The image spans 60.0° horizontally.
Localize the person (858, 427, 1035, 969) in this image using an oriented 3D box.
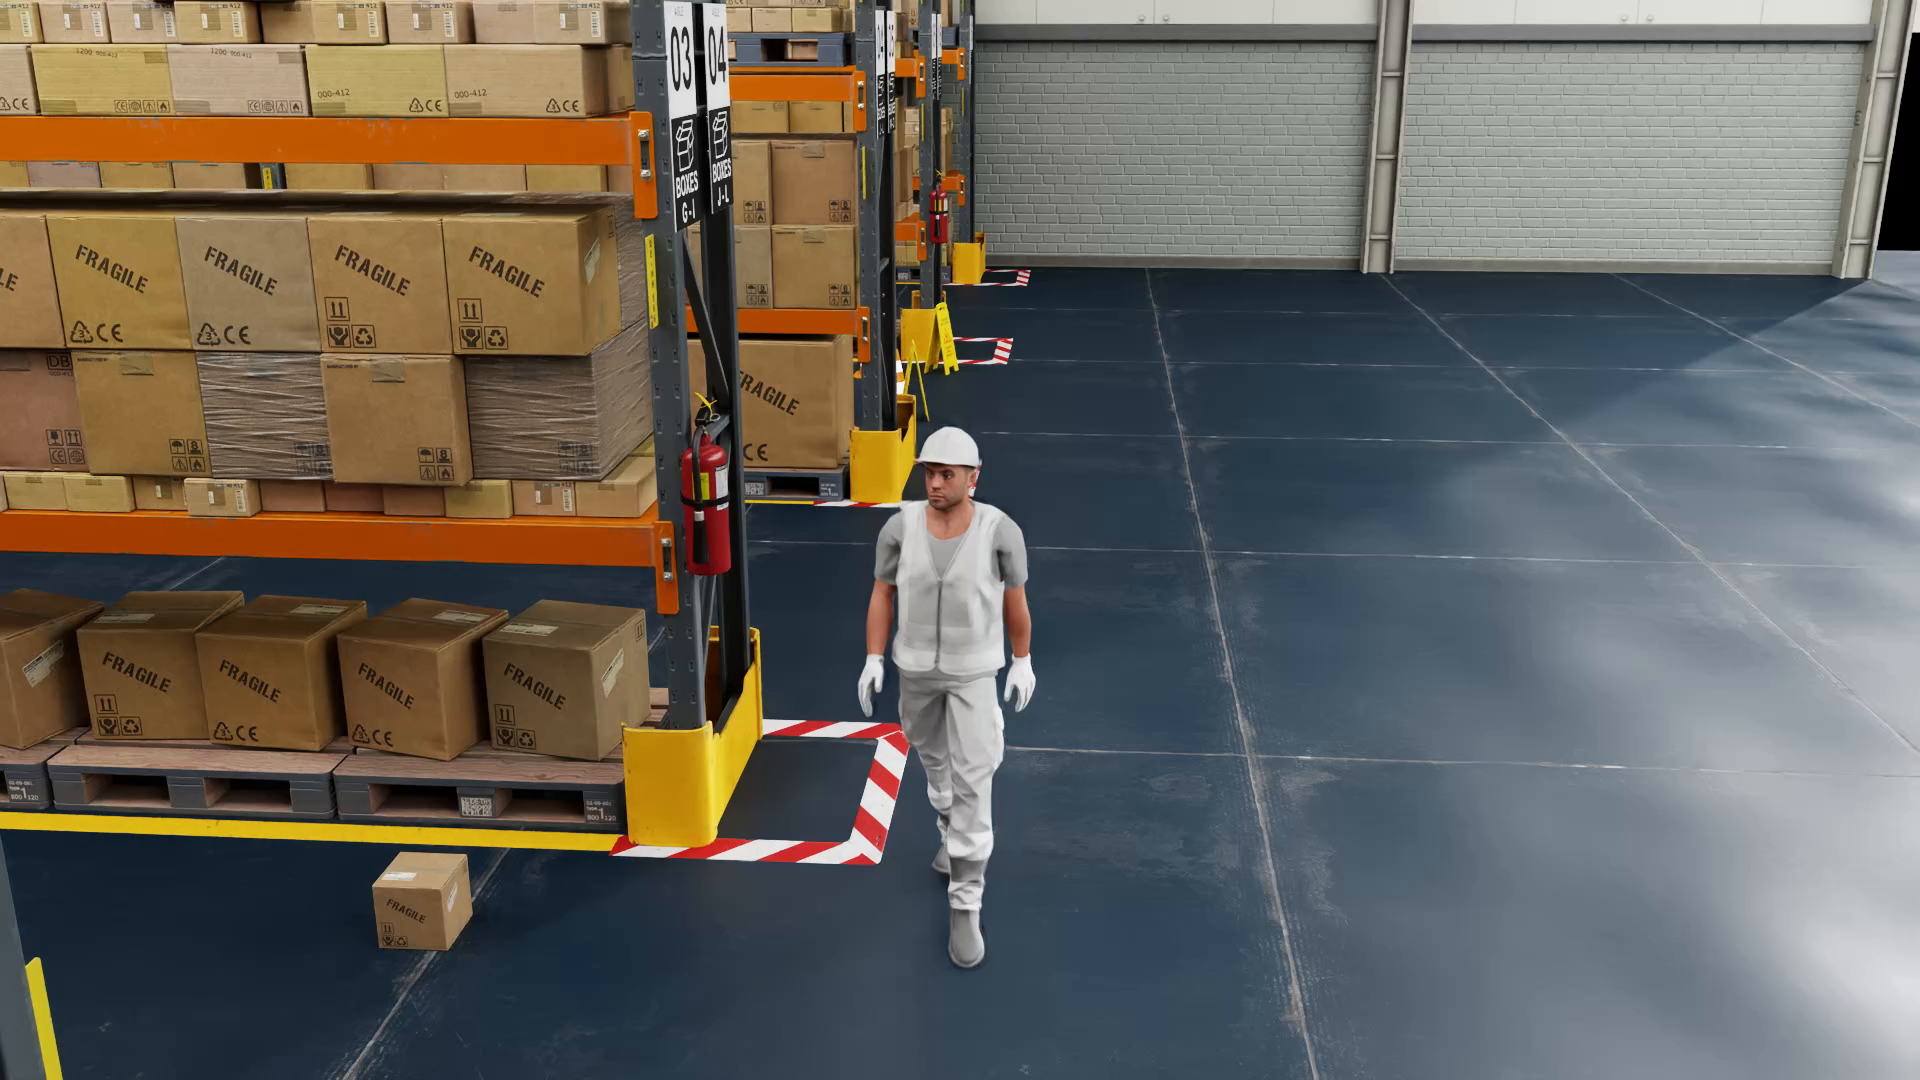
[{"bbox_3d":[-0.063,0.493,5.888,0.582,1.776,0.846,4,18,14],"label":"person"}]
